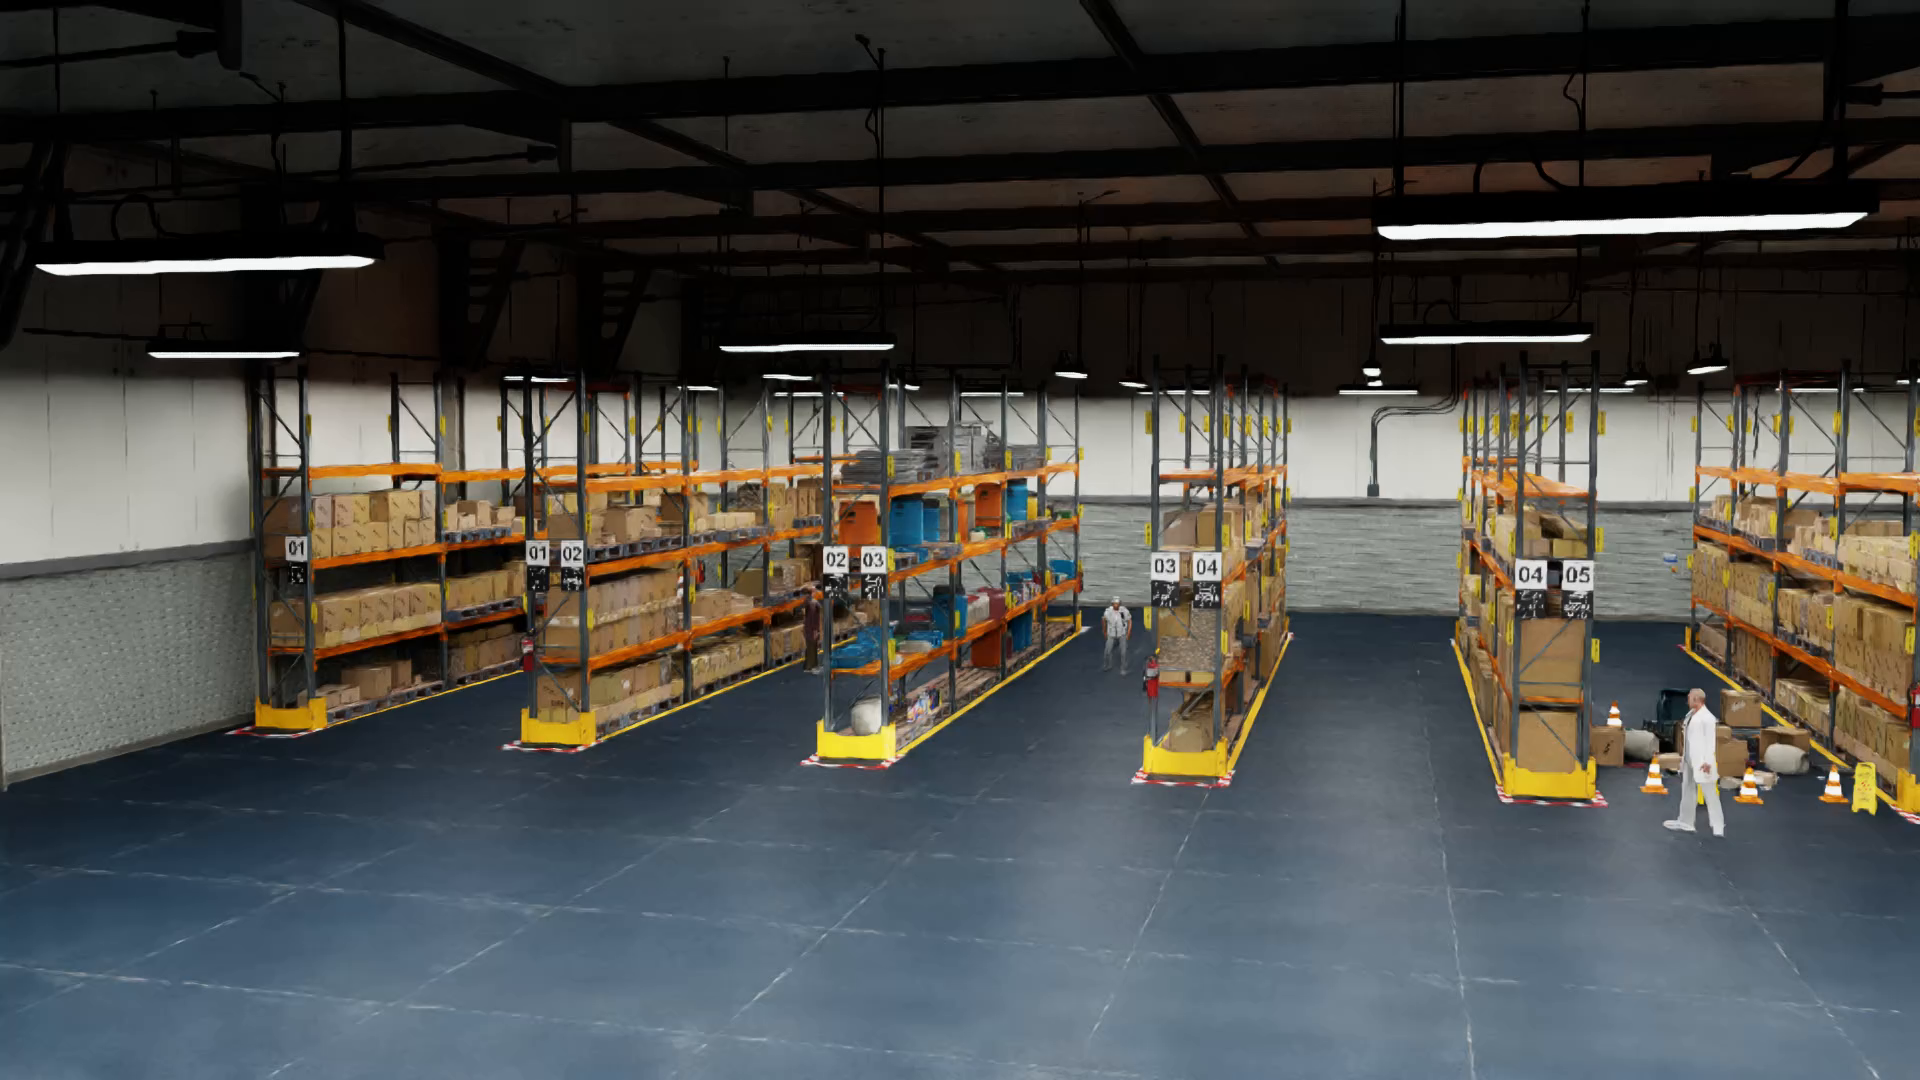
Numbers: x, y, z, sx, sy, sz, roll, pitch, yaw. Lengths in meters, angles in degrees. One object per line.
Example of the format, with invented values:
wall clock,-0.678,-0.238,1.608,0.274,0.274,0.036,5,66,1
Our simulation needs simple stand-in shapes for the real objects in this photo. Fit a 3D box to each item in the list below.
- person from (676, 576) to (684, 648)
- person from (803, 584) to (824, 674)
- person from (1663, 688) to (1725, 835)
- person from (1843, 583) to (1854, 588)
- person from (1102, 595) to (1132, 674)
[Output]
person,-5.817,1.660,35.263,0.442,1.792,0.606,-1,4,-17
person,-2.935,1.784,33.535,0.514,1.785,0.638,-1,4,-14
person,9.073,2.708,20.400,0.589,1.777,0.709,0,4,-5
person,20.617,1.496,38.693,0.393,1.655,0.573,-1,4,-17
person,3.147,1.903,33.405,0.625,1.611,0.575,1,4,12
